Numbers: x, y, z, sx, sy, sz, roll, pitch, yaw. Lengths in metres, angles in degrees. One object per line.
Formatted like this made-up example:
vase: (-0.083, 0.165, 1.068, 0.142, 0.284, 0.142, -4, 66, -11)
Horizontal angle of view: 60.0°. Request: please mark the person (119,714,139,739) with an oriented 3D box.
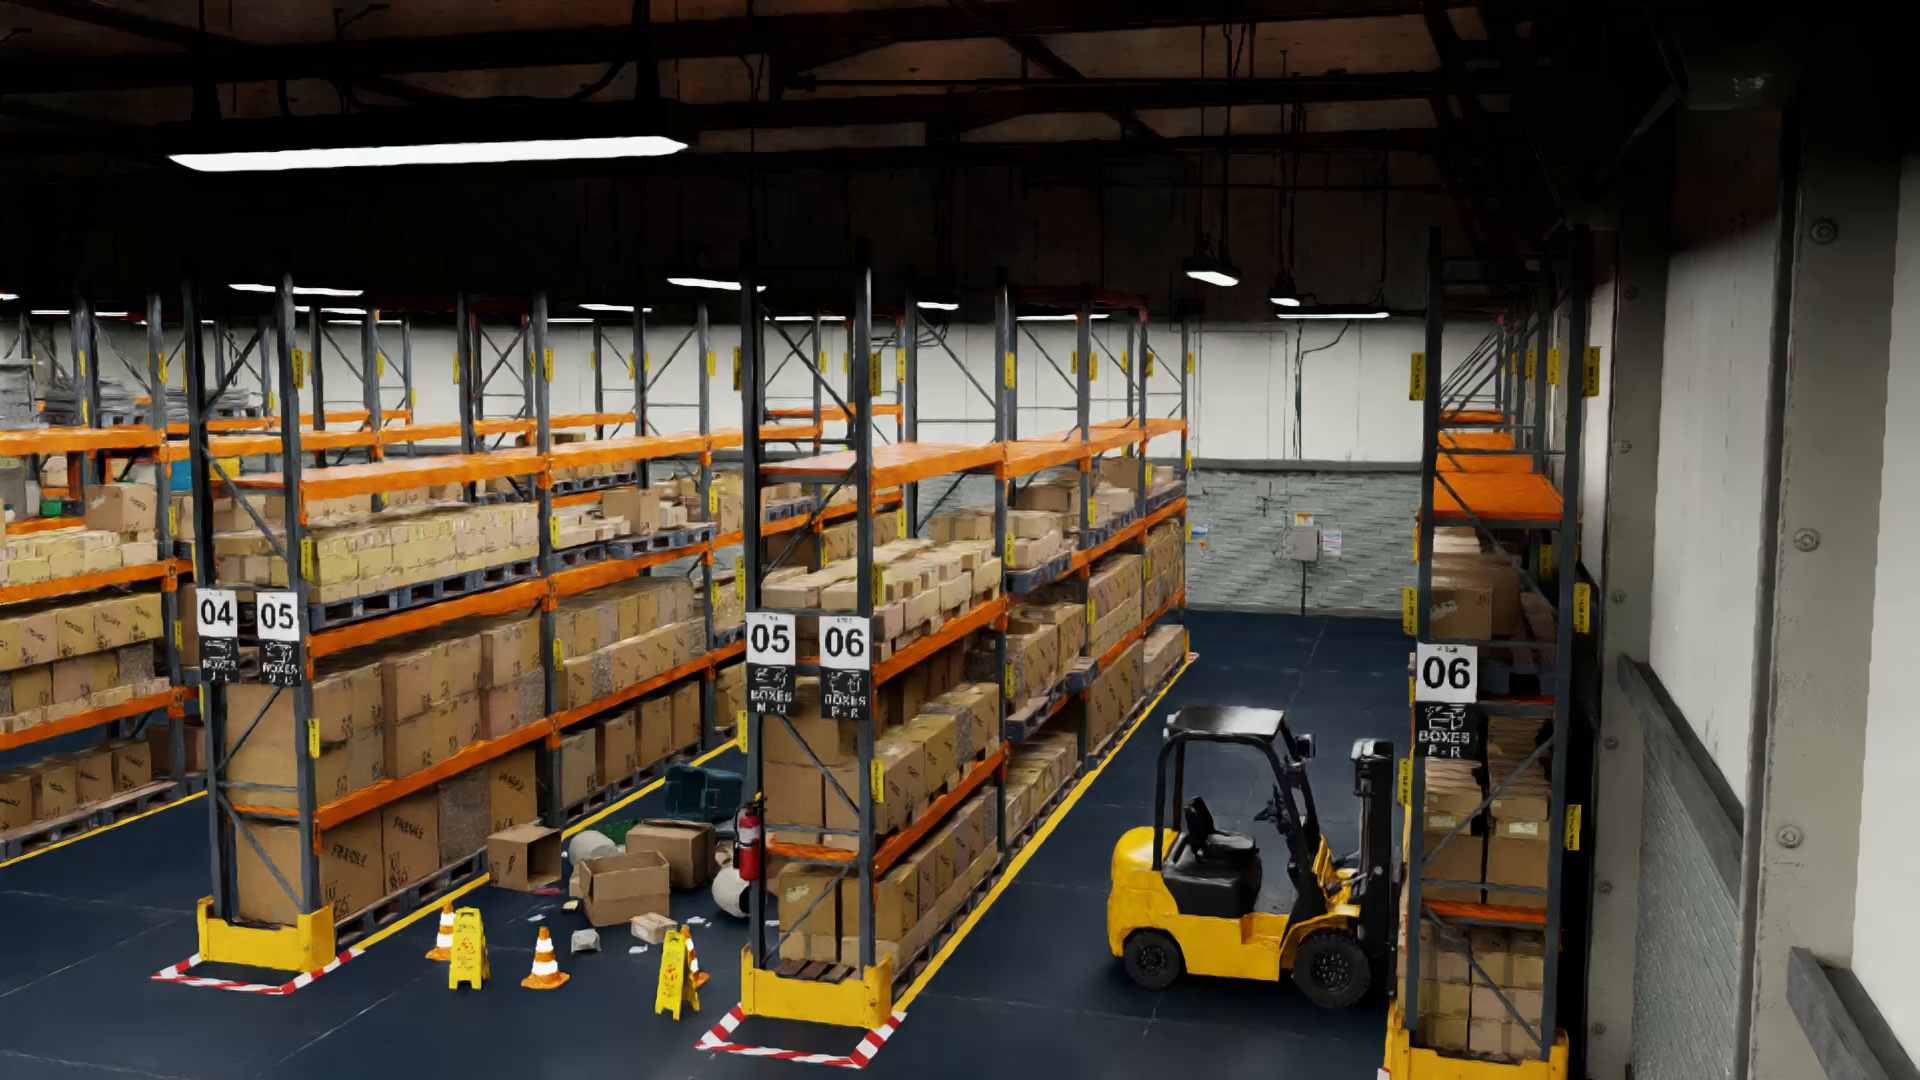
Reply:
person: (-10.752, 1.897, 21.169, 0.608, 1.787, 0.489, -6, 9, -44)
